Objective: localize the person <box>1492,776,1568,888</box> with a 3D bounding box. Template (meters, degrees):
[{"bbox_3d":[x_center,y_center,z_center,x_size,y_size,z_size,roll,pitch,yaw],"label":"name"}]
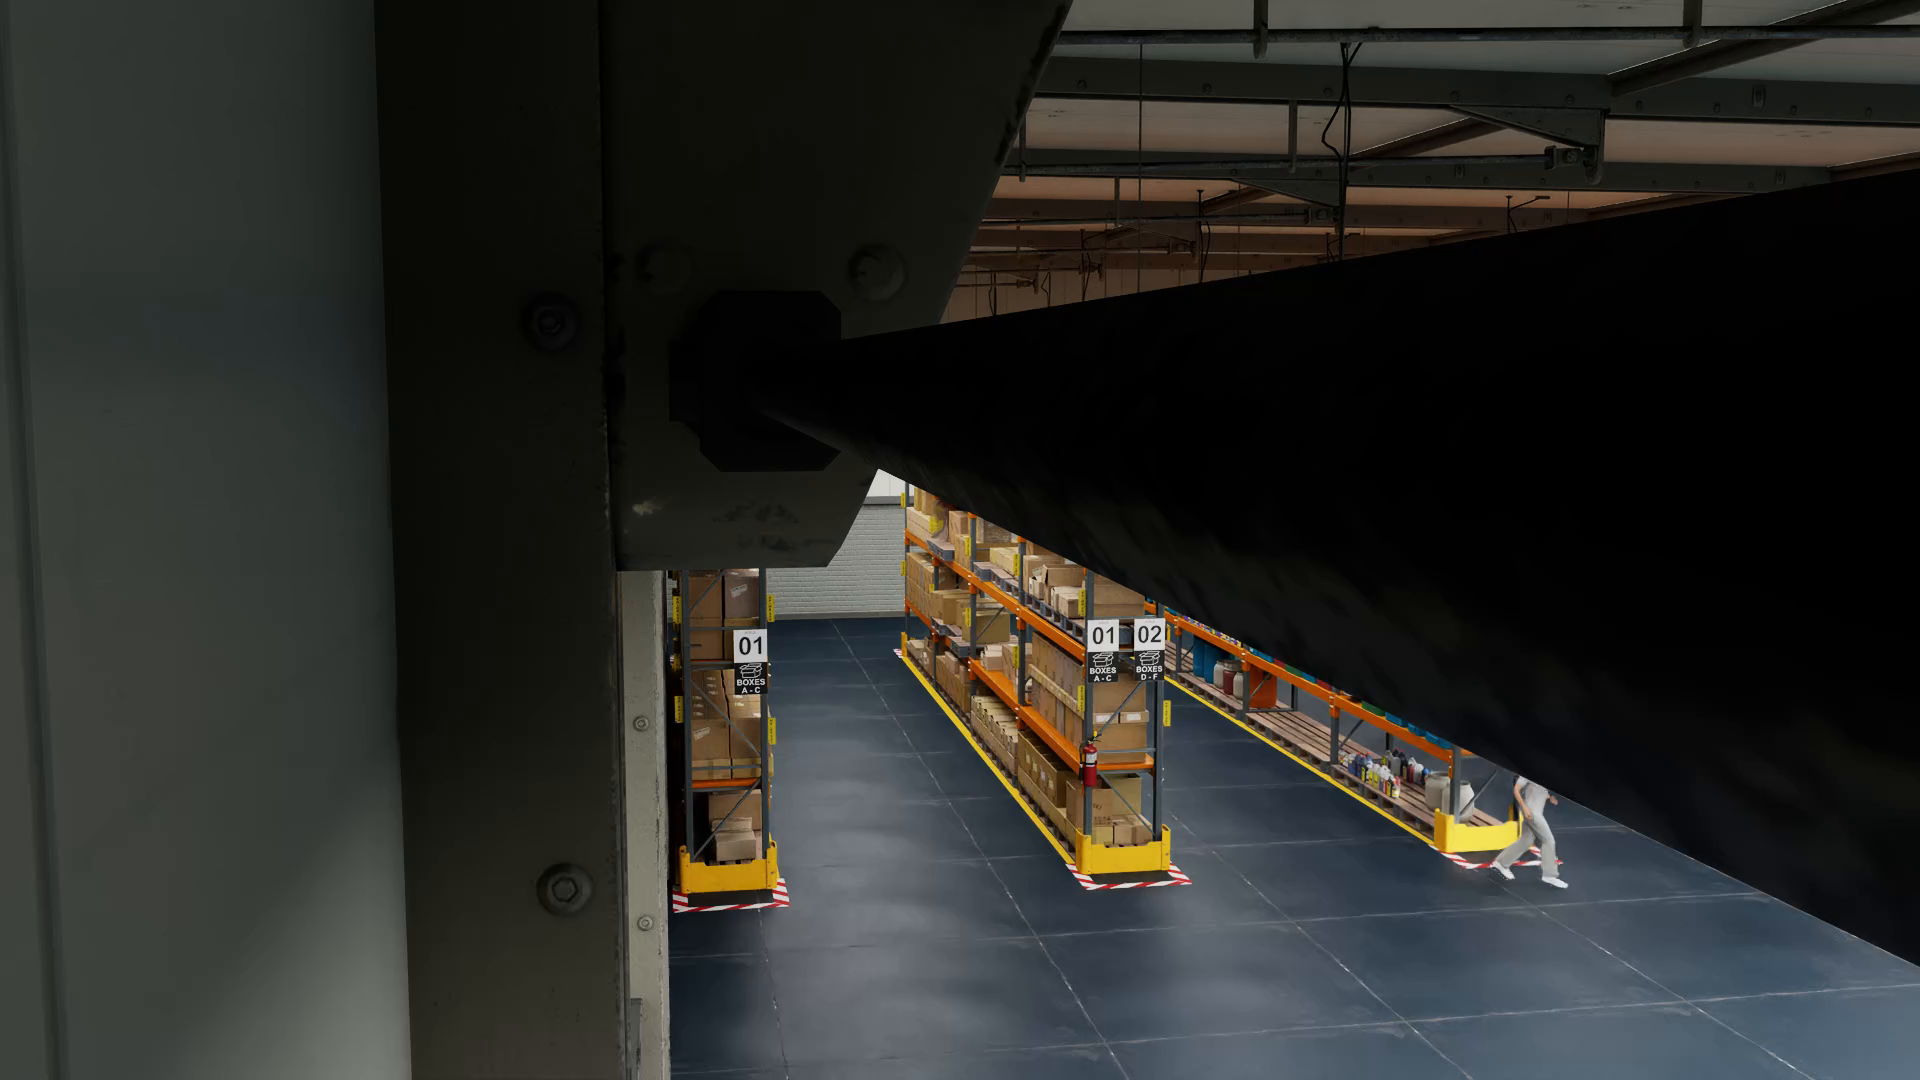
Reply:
[{"bbox_3d":[7.025,3.364,20.392,0.903,1.658,0.558,3,7,28],"label":"person"}]
